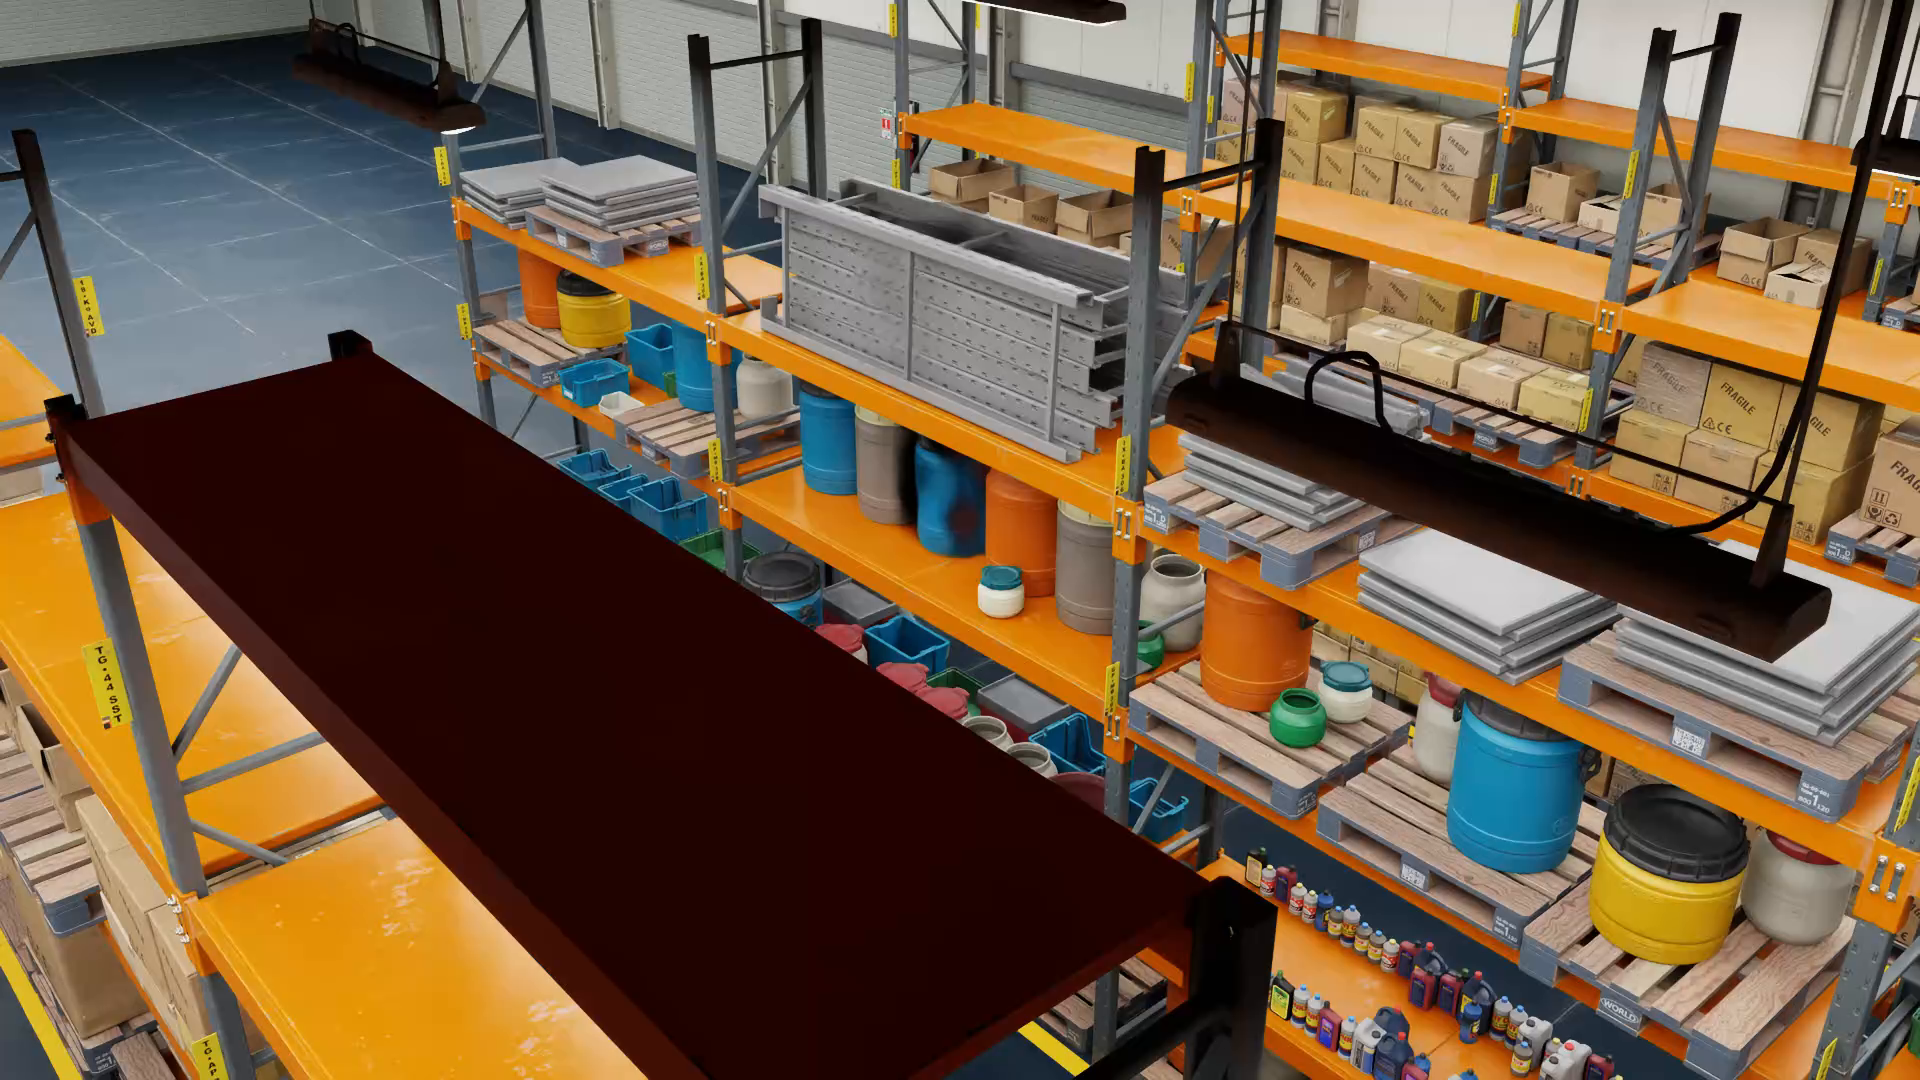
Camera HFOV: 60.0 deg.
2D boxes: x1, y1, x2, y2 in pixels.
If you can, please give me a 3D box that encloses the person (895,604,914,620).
[{"bbox_3d":[-0.650,0.287,15.172,0.595,1.682,0.624,4,27,8],"label":"person"}]
